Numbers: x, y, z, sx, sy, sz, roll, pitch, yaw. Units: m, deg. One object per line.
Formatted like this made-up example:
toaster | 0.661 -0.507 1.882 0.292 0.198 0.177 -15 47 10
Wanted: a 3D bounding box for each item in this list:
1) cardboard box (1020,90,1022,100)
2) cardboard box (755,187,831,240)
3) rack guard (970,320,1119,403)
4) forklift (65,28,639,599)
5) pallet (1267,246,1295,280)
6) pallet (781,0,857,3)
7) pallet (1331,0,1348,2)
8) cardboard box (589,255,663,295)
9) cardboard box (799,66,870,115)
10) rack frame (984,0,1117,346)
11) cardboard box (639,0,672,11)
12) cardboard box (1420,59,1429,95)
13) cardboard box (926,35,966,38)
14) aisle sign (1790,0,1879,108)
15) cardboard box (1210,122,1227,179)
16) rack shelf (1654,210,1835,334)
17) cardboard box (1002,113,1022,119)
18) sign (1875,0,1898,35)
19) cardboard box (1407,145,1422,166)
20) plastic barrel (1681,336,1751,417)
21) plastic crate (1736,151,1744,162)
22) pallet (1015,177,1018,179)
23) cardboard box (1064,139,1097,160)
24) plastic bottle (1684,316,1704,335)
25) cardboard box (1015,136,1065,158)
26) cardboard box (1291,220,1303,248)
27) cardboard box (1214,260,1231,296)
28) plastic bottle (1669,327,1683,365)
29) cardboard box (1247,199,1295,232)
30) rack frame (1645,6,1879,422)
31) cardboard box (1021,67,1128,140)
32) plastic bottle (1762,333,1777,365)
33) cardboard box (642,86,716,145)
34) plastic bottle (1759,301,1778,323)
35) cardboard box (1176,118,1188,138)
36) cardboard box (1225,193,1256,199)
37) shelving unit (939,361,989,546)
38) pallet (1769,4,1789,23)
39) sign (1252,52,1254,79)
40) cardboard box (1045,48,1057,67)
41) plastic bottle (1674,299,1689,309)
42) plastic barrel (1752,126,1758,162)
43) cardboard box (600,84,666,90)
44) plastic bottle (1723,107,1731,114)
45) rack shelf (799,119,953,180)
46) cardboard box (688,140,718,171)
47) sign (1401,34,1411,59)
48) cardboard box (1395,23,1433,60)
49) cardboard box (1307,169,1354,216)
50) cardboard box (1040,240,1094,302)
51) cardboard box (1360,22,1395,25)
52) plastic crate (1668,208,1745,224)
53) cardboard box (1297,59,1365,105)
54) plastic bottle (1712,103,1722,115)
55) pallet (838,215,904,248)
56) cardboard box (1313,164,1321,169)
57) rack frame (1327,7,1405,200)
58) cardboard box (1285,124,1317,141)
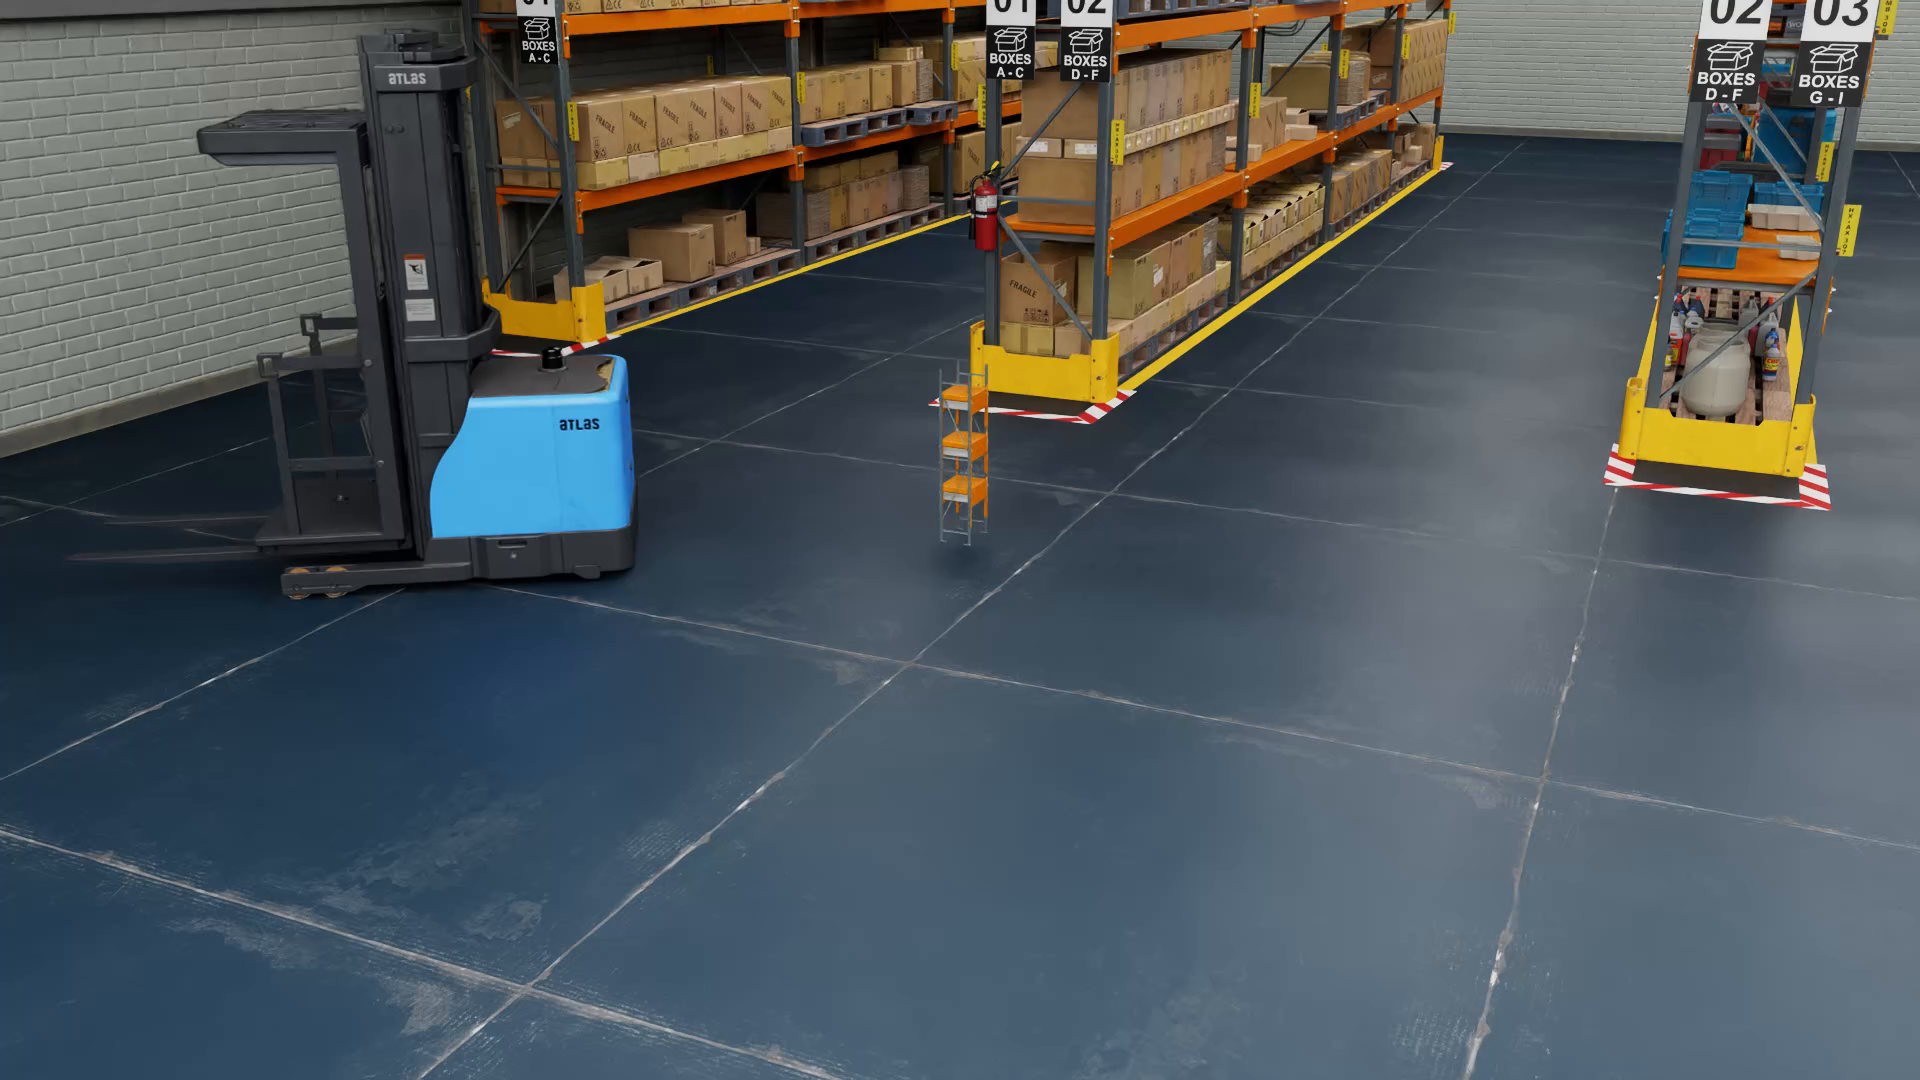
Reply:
cardboard box | 0.744 -6.399 23.831 0.380 0.149 0.250 9 21 23
cardboard box | -1.921 -3.769 19.165 0.700 0.500 0.500 9 22 25
rack guard | 0.665 -1.426 13.233 1.175 0.500 0.348 9 21 23
forklift | -3.399 -1.247 9.101 3.031 2.935 1.130 -3 20 -8
pallet | 3.078 -3.125 18.441 1.003 0.211 1.213 9 21 23
pallet | -1.858 -6.011 18.199 1.213 0.211 1.003 9 21 23
pallet | 3.755 -6.161 18.622 1.213 0.211 1.003 10 22 25
cardboard box | -3.247 -2.604 16.170 0.500 0.311 0.500 11 22 27
cardboard box | -1.492 -5.293 19.570 0.700 0.500 0.500 12 23 30
rack frame | 0.675 -2.611 12.835 1.000 3.000 0.127 9 21 23
cardboard box | -3.019 -5.146 15.307 0.500 0.500 0.500 10 22 25
cardboard box | 6.667 -6.910 24.774 0.500 0.500 0.500 8 21 22
cardboard box | -0.192 -6.774 22.797 0.500 0.250 0.500 8 21 21
aisle sign | 5.431 -3.093 10.310 0.394 0.787 0.004 9 21 23
cardboard box | 2.137 -3.745 15.872 0.700 0.500 0.500 8 21 21
rack shelf | 6.012 -2.203 12.760 1.077 0.370 4.000 9 21 23
cardboard box | 0.921 -5.927 24.738 0.750 0.750 0.750 9 21 23
sign | 5.693 -3.271 10.200 0.100 0.325 0.005 9 21 23
cardboard box | 6.813 -5.928 25.607 0.500 0.250 0.500 9 21 23
plastic barrel | 5.393 -1.168 11.862 0.421 0.512 0.421 0 20 0
plastic crate | 7.286 -3.624 16.000 0.450 0.188 0.662 9 21 23
pallet | 0.821 -5.398 24.832 1.003 0.211 1.213 9 21 23
cardboard box | 1.032 -3.054 12.963 0.380 0.149 0.250 8 21 22
plastic bottle | 6.016 -1.687 13.644 0.152 0.276 0.135 9 21 23
cardboard box | 0.658 -3.107 13.111 0.380 0.149 0.250 8 21 22
cardboard box | 3.542 -3.453 18.680 0.500 0.250 0.500 9 22 24
cardboard box | 2.323 -2.565 16.180 0.500 0.250 0.500 9 21 23
plastic bottle | 5.673 -1.549 13.257 0.152 0.276 0.135 9 21 23
cardboard box | 3.338 -3.563 18.150 0.500 0.311 0.500 9 22 24
rack frame | 5.193 -1.930 10.920 1.000 3.000 0.127 9 21 23
cardboard box | 0.900 -3.427 13.042 0.700 0.500 0.500 9 21 23
plastic bottle | 6.401 -1.499 13.123 0.097 0.271 0.097 0 20 0
cardboard box | -2.747 -4.153 16.244 0.500 0.500 0.500 9 22 24
plastic bottle | 6.751 -1.817 13.899 0.144 0.351 0.185 7 21 20
cardboard box | 1.770 -3.605 14.511 0.380 0.149 0.250 9 22 24
cardboard box | 3.051 -3.786 18.778 0.500 0.311 0.500 8 21 21
shelving unit | 0.022 -0.511 9.839 0.215 1.050 0.252 9 21 23
pallet | 6.624 -4.244 13.230 1.213 0.211 1.003 9 21 23
sign | 3.452 -5.637 19.732 0.100 0.325 0.005 9 21 23
cardboard box | 1.109 -6.979 24.494 0.500 0.500 0.500 8 21 22
plastic bottle | 6.193 -1.937 14.348 0.152 0.276 0.135 9 22 25
plastic barrel | 7.423 -3.480 15.074 0.433 0.535 0.433 0 20 0
cardboard box | -3.217 -4.220 16.434 0.500 0.500 0.500 9 21 23
plastic bottle | 9.075 -4.984 19.698 0.097 0.271 0.097 0 20 0
rack shelf | -1.389 -4.785 20.021 1.077 0.370 4.000 9 21 23
cardboard box | -2.733 -3.804 16.382 0.500 0.250 0.500 9 21 23
sign | 6.097 -6.750 22.744 0.100 0.325 0.005 9 21 23
cardboard box | 6.671 -7.376 24.591 0.500 0.500 0.500 9 22 24
cardboard box | 4.608 -4.347 20.790 0.500 0.500 0.500 8 21 21
cardboard box | 1.020 -2.379 14.540 0.500 0.500 0.500 9 21 23
cardboard box | 6.181 -7.453 24.806 0.500 0.500 0.500 8 21 22
plastic crate | 5.396 -2.252 12.047 0.499 0.251 0.408 9 21 23
cardboard box | 4.655 -5.763 20.921 0.700 0.500 0.500 13 23 33
plastic bottle | 8.816 -4.927 19.421 0.144 0.351 0.185 9 21 23
pallet | -1.392 -3.811 20.370 1.003 0.211 1.213 9 21 23
cardboard box | 4.332 -4.563 21.396 0.500 0.500 0.500 8 21 21
rack frame | 5.589 -6.280 23.150 1.000 3.000 0.127 9 21 23
cardboard box | 3.835 -4.626 18.874 0.380 0.149 0.250 9 21 23
